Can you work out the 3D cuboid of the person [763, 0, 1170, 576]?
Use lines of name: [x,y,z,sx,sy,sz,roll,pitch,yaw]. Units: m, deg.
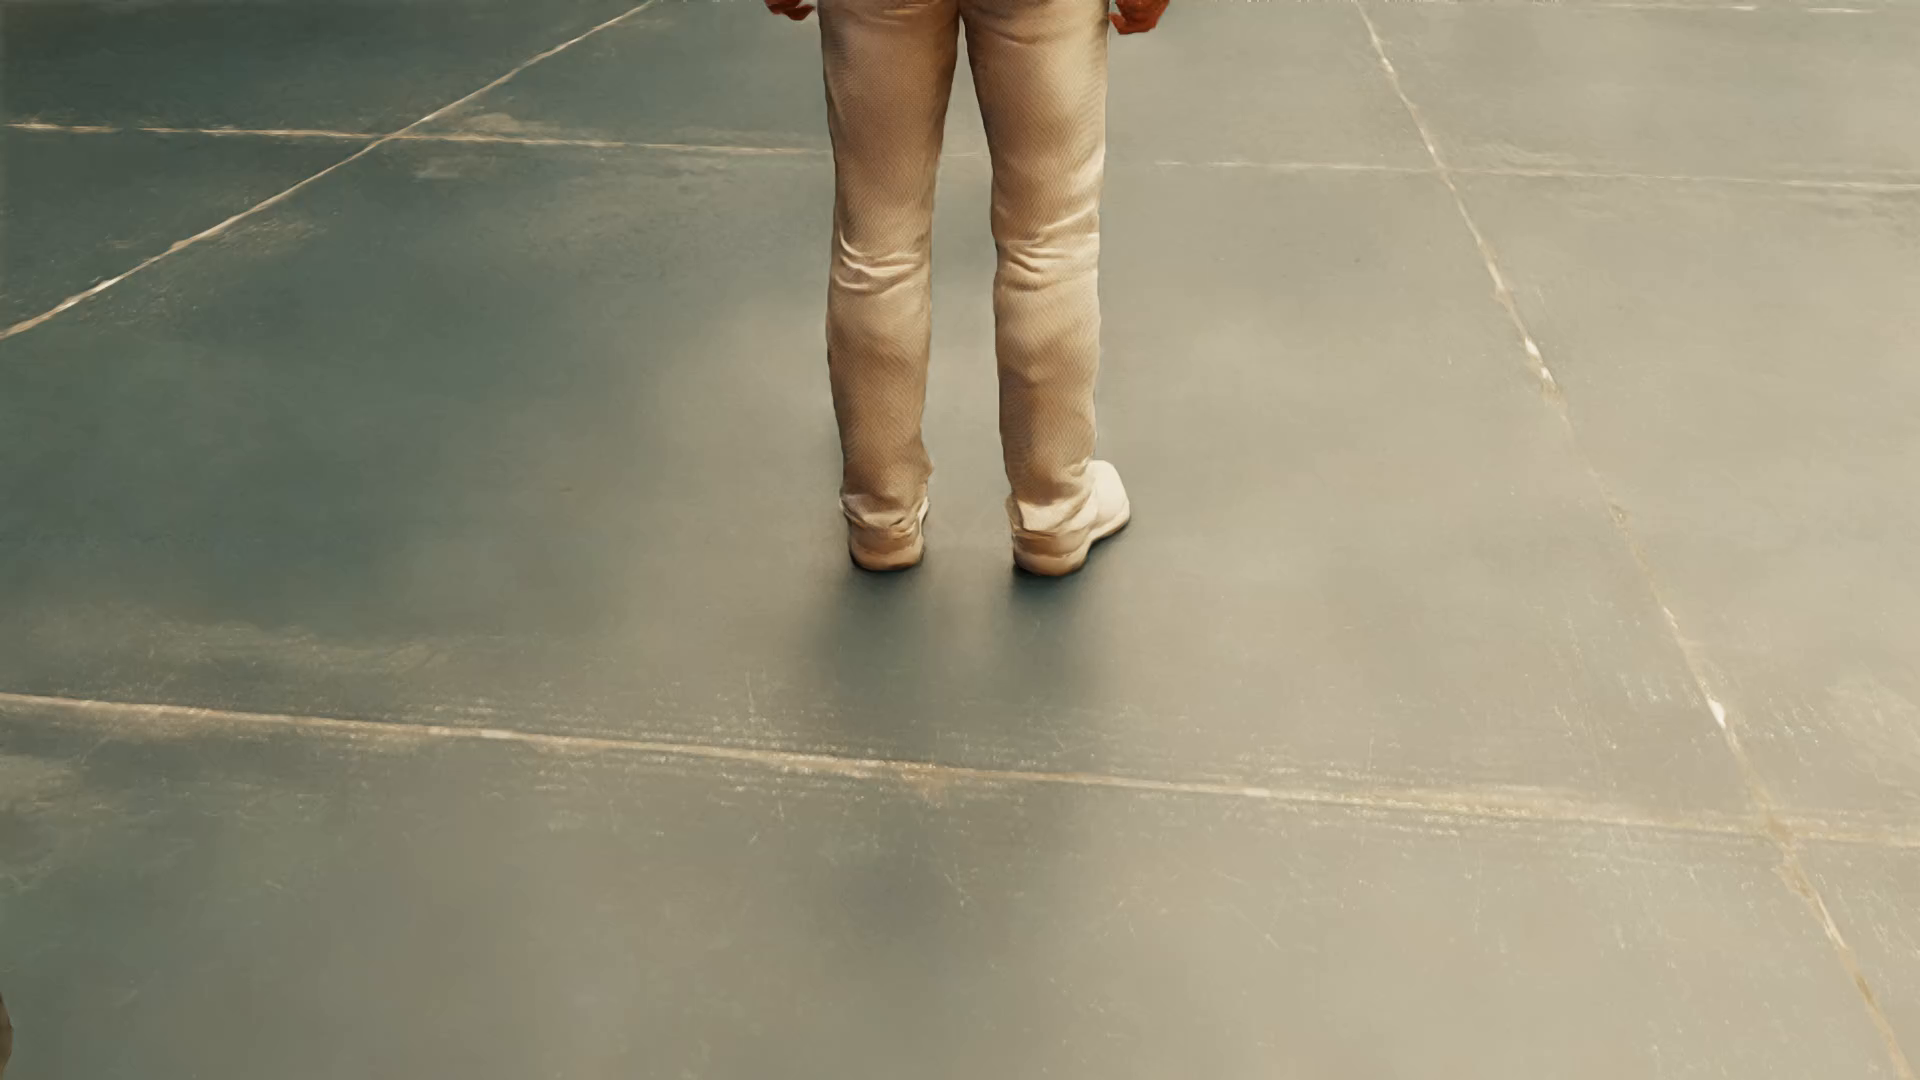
person: [0.000,-0.797,2.117,0.559,1.771,0.367,3,27,7]
